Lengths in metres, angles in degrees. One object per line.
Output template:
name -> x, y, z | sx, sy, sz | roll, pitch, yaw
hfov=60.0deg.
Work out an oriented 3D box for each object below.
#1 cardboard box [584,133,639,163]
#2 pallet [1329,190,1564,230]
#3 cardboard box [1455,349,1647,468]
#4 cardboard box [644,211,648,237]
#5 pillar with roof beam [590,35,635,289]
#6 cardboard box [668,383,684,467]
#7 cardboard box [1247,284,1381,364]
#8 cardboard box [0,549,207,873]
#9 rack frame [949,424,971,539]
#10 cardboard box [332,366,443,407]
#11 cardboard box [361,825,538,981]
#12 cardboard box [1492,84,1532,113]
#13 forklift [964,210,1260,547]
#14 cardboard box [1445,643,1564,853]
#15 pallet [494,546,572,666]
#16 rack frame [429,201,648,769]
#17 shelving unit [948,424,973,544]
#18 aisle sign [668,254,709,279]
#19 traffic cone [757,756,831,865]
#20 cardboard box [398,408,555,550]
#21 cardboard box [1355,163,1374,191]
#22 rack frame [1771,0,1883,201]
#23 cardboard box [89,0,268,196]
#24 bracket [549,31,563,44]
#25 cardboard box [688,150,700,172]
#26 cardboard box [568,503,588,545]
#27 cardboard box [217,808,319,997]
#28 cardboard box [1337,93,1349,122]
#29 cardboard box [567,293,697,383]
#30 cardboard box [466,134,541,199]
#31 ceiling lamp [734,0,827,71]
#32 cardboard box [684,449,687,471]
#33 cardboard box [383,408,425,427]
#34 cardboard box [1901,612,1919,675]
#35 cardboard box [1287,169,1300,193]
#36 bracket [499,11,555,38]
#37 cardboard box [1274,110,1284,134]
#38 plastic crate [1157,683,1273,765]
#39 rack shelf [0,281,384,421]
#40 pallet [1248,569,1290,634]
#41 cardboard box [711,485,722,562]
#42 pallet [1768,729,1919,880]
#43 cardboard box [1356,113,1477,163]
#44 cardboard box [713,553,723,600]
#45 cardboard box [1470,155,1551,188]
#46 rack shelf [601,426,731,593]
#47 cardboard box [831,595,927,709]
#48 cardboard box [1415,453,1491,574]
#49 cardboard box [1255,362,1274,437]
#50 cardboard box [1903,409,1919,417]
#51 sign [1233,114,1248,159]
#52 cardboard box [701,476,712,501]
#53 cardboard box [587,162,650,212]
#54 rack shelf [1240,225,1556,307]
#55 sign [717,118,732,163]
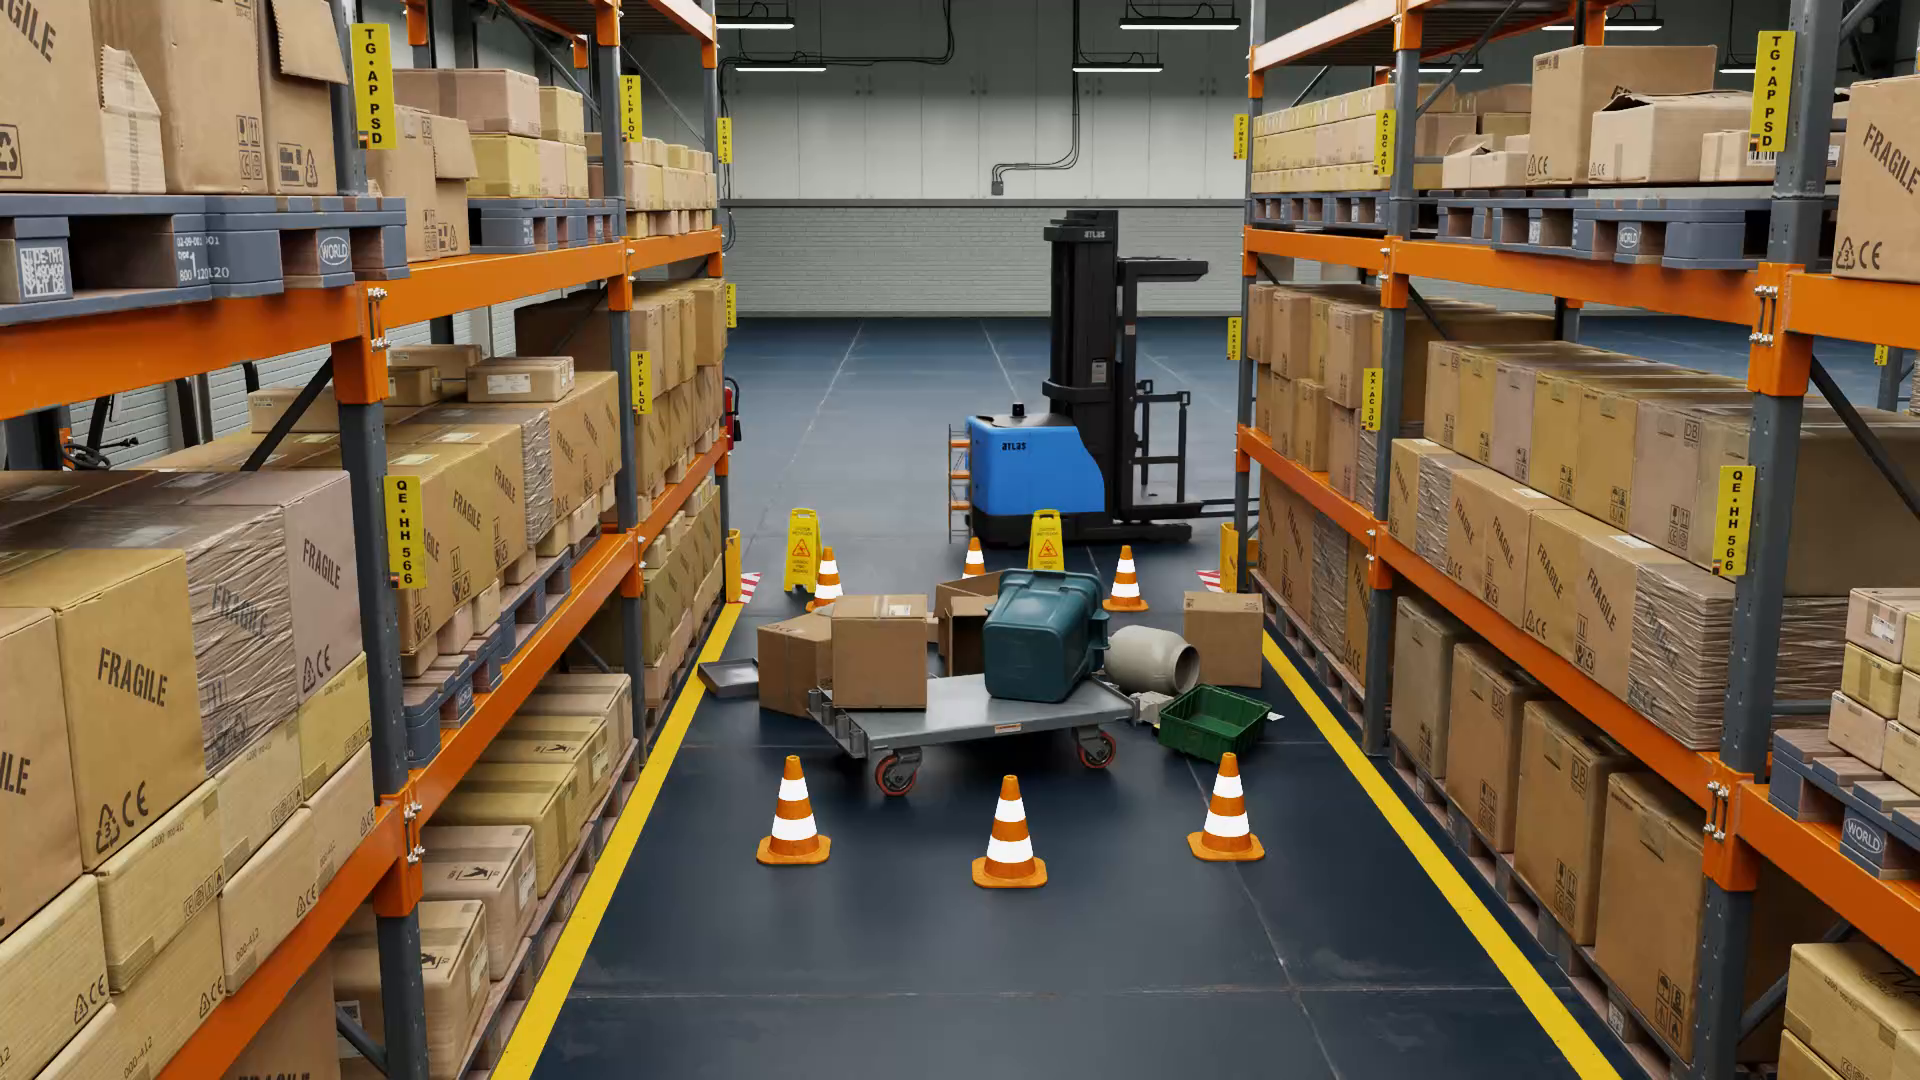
cardboard box -> -1.887, -2.047, 8.689 | 0.380, 0.149, 0.250 | 0, 11, -2
pallet -> 2.733, -1.875, 9.438 | 1.003, 0.211, 1.213 | 0, 11, -1
cardboard box -> 2.769, -0.624, 7.826 | 0.700, 0.500, 0.500 | 0, 11, -2
cardboard box -> -1.999, -1.807, 9.508 | 0.380, 0.149, 0.250 | 0, 11, 1
pillar with roof beam -> -4.455, -9.799, 40.726 | 9.100, 9.000, 0.548 | 0, 11, -1
cardboard box -> -1.968, -0.729, 10.107 | 0.500, 0.500, 0.500 | 0, 11, -2
cardboard box -> 2.626, -1.610, 12.358 | 0.875, 0.550, 0.550 | 0, 11, -1
cardboard box -> -1.830, 0.313, 3.207 | 0.500, 0.500, 0.500 | 0, 11, -1
rack frame -> -0.003, -0.528, 15.022 | 0.200, 1.050, 0.008 | 0, 11, -2
cardboard box -> -2.425, -0.654, 7.050 | 0.380, 0.149, 0.250 | 0, 11, 2
cardboard box -> -2.149, 1.372, 6.303 | 0.950, 0.372, 0.625 | 0, 11, -2
cardboard box -> 3.072, -2.352, 8.885 | 0.380, 0.149, 0.250 | 0, 11, -1
forklift -> 1.610, -1.505, 15.107 | 3.031, 2.935, 1.130 | -3, 12, -13
cardboard box -> 2.859, 0.925, 7.556 | 1.050, 0.750, 0.750 | 0, 11, -1
pallet -> -2.206, 0.250, 6.765 | 1.003, 0.211, 1.213 | 0, 11, -1
rack frame -> -2.207, -0.246, 8.726 | 1.000, 3.000, 0.127 | 0, 11, -1
shelving unit -> 0.000, -0.504, 14.902 | 0.215, 1.050, 0.252 | 0, 11, -2
aisle sign -> -2.001, -2.328, 12.454 | 0.394, 0.787, 0.004 | 0, 11, -1
traffic cone -> -0.782, 1.238, 7.792 | 0.336, 0.463, 0.334 | 0, 11, -1
cardboard box -> -1.940, -0.250, 6.692 | 0.500, 0.500, 0.500 | -1, 11, -3
cardboard box -> 2.407, -2.009, 9.198 | 0.380, 0.149, 0.250 | 0, 11, 0
rack frame -> 2.823, -2.431, 4.410 | 1.000, 3.000, 0.127 | 0, 11, -1
cardboard box -> -1.914, -0.979, 3.491 | 0.700, 0.500, 0.500 | -1, 11, -4
bracket -> -8.271, -10.272, 34.003 | 0.235, 0.232, 0.430 | 0, 11, -1
cardboard box -> -1.997, -2.611, 11.464 | 0.380, 0.149, 0.250 | 0, 11, -2
cardboard box -> -1.883, -0.073, 7.451 | 0.380, 0.149, 0.250 | 0, 11, -1
cardboard box -> -1.828, 0.824, 3.831 | 0.500, 0.250, 0.500 | 0, 11, 0
cardboard box -> 2.399, -2.500, 9.612 | 0.380, 0.149, 0.250 | 0, 11, 0
cardboard box -> -1.971, -1.220, 10.016 | 0.700, 0.500, 0.500 | 0, 11, -2
cardboard box -> -2.035, -1.531, 6.836 | 0.500, 0.250, 0.500 | 0, 11, 0
ceiling lamp -> -3.931, -11.893, 36.369 | 2.000, 3.185, 0.800 | 0, 11, -1
cardboard box -> -1.943, -0.491, 10.566 | 0.380, 0.149, 0.250 | 0, 11, -1
cardboard box -> -2.455, -0.252, 6.701 | 0.500, 0.500, 0.500 | -1, 11, -3
cardboard box -> 2.647, 0.281, 4.210 | 0.380, 0.149, 0.250 | -1, 11, -3
cardboard box -> 2.370, -2.363, 10.941 | 0.380, 0.149, 0.250 | 0, 11, -2
bracket -> -8.218, -9.759, 31.478 | 0.076, 0.066, 4.783 | 0, 11, -1
cardboard box -> 2.360, -2.855, 11.363 | 0.380, 0.149, 0.250 | 0, 11, -1
plastic crate -> 1.426, 1.035, 9.343 | 0.450, 0.188, 0.662 | 17, 18, 26
rack shelf -> -2.083, -0.171, 2.620 | 1.077, 0.370, 4.000 | 0, 11, -1
pallet -> 2.752, 0.444, 12.340 | 1.003, 0.211, 1.213 | 0, 11, -1
cardboard box -> -2.012, -0.108, 12.023 | 0.500, 0.500, 0.500 | 0, 11, -1
pallet -> 2.944, 0.744, 4.329 | 1.213, 0.211, 1.003 | 0, 11, -1
cardboard box -> 2.473, -2.180, 9.038 | 0.500, 0.250, 0.500 | 0, 11, -2
cardboard box -> -2.003, 0.265, 12.067 | 0.500, 0.250, 0.500 | 0, 11, -1
cardboard box -> 2.513, -1.681, 7.579 | 0.250, 0.149, 0.380 | 0, 11, -1
rack shelf -> -2.248, -0.291, 10.757 | 1.077, 0.370, 4.000 | 0, 11, -1
cardboard box -> -0.428, 0.595, 8.965 | 0.500, 0.500, 0.500 | 0, 11, -1
cardboard box -> 2.493, -0.129, 7.900 | 0.500, 0.500, 0.500 | 0, 11, -1
cardboard box -> 2.710, -1.081, 12.467 | 0.875, 0.550, 0.550 | 0, 11, -1
cardboard box -> 7.386, -0.901, 12.587 | 0.380, 0.149, 0.250 | 0, 11, -1
sign -> 2.102, -3.017, 12.446 | 0.100, 0.325, 0.005 | 0, 11, -1
cardboard box -> -1.938, -0.354, 11.600 | 0.380, 0.149, 0.250 | 0, 11, 0
cardboard box -> -1.942, -1.877, 8.850 | 0.500, 0.250, 0.500 | 0, 11, -2
rack shelf -> 2.699, -1.801, 10.658 | 1.077, 0.370, 4.000 | 0, 11, -1
sign -> -1.734, -2.943, 12.251 | 0.100, 0.325, 0.005 | 0, 11, -1
